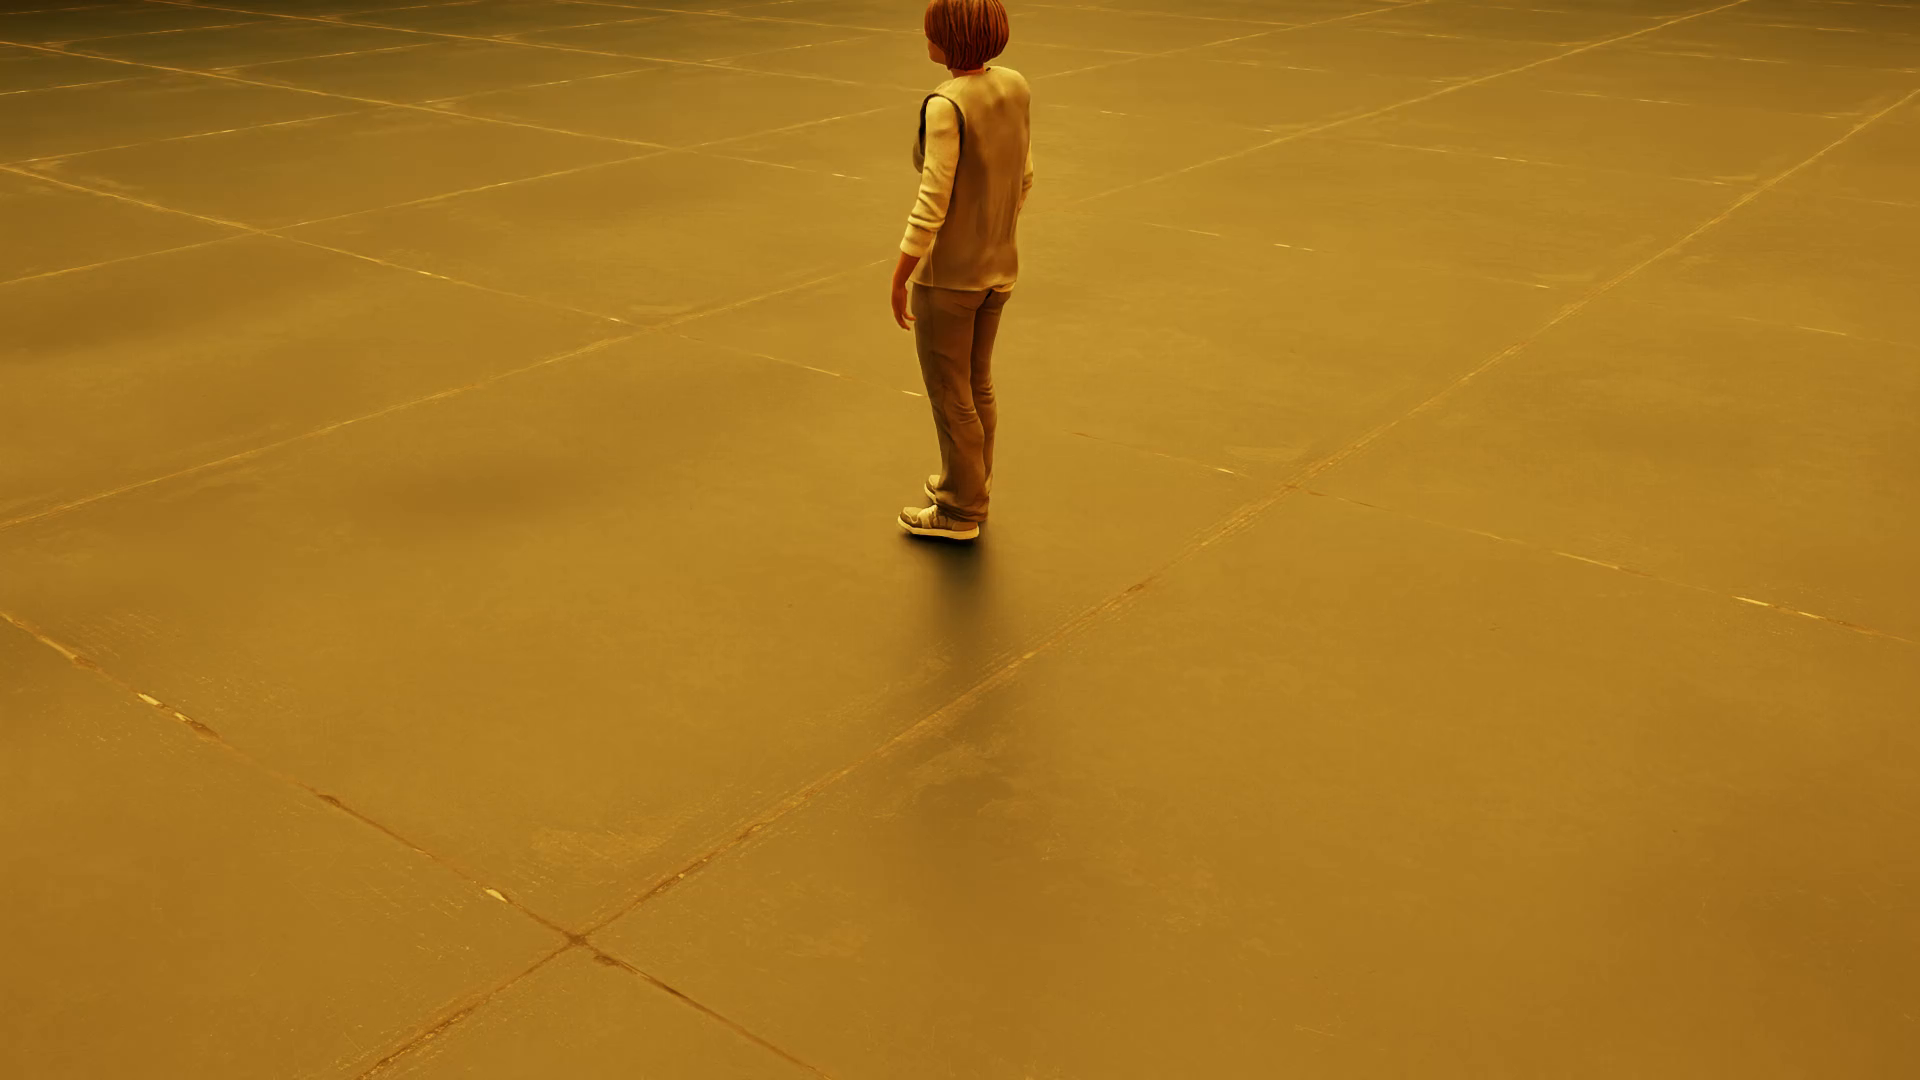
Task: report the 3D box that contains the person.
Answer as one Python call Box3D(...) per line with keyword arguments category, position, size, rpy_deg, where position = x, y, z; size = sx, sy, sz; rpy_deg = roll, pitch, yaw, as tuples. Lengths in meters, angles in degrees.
Box3D(category="person", position=(-0.051, -0.752, 4.750), size=(0.473, 1.576, 0.520), rpy_deg=(17, 29, 34))
